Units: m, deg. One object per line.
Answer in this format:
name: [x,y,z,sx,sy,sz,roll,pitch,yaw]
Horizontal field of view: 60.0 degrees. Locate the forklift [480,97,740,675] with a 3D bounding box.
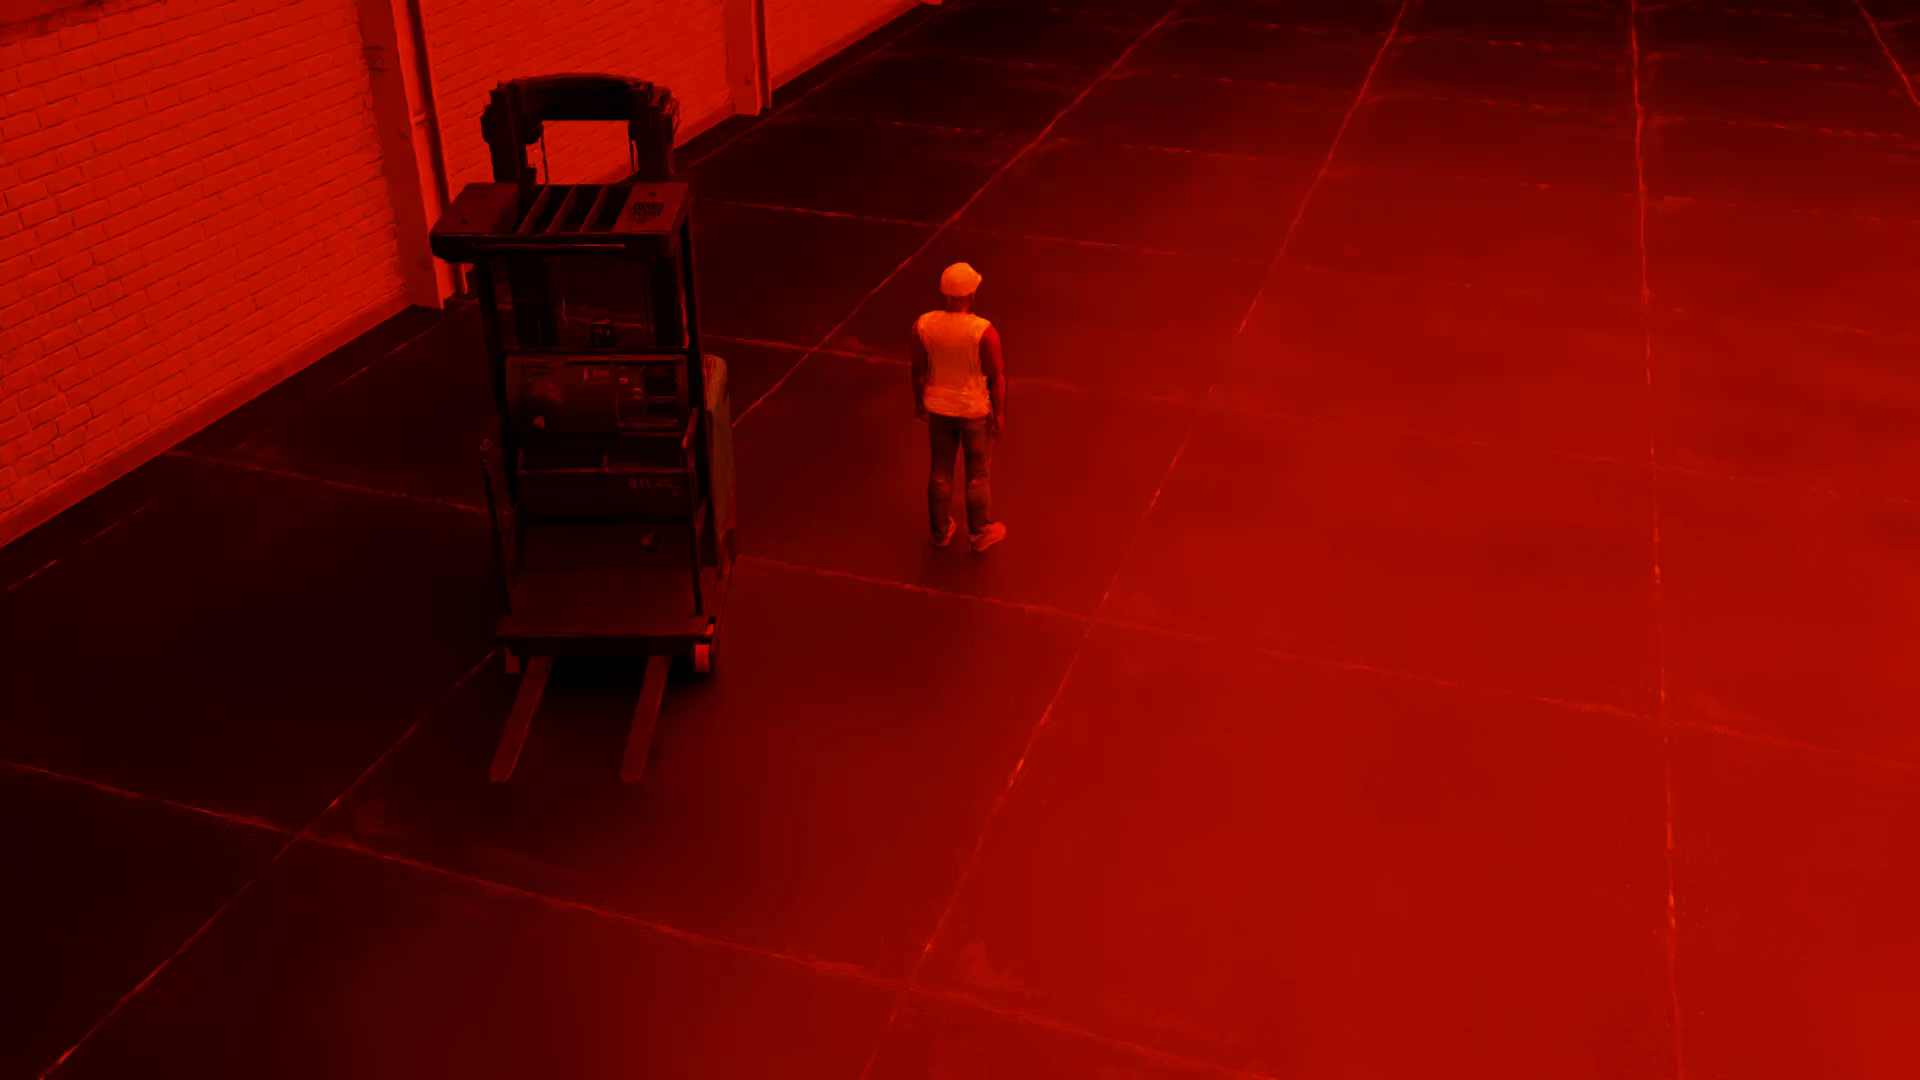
forklift: [-1.874,-0.944,8.881,1.129,2.843,1.939,-1,30,-1]

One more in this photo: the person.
person: [0.003,-0.774,9.670,0.559,1.771,0.366,10,31,16]
